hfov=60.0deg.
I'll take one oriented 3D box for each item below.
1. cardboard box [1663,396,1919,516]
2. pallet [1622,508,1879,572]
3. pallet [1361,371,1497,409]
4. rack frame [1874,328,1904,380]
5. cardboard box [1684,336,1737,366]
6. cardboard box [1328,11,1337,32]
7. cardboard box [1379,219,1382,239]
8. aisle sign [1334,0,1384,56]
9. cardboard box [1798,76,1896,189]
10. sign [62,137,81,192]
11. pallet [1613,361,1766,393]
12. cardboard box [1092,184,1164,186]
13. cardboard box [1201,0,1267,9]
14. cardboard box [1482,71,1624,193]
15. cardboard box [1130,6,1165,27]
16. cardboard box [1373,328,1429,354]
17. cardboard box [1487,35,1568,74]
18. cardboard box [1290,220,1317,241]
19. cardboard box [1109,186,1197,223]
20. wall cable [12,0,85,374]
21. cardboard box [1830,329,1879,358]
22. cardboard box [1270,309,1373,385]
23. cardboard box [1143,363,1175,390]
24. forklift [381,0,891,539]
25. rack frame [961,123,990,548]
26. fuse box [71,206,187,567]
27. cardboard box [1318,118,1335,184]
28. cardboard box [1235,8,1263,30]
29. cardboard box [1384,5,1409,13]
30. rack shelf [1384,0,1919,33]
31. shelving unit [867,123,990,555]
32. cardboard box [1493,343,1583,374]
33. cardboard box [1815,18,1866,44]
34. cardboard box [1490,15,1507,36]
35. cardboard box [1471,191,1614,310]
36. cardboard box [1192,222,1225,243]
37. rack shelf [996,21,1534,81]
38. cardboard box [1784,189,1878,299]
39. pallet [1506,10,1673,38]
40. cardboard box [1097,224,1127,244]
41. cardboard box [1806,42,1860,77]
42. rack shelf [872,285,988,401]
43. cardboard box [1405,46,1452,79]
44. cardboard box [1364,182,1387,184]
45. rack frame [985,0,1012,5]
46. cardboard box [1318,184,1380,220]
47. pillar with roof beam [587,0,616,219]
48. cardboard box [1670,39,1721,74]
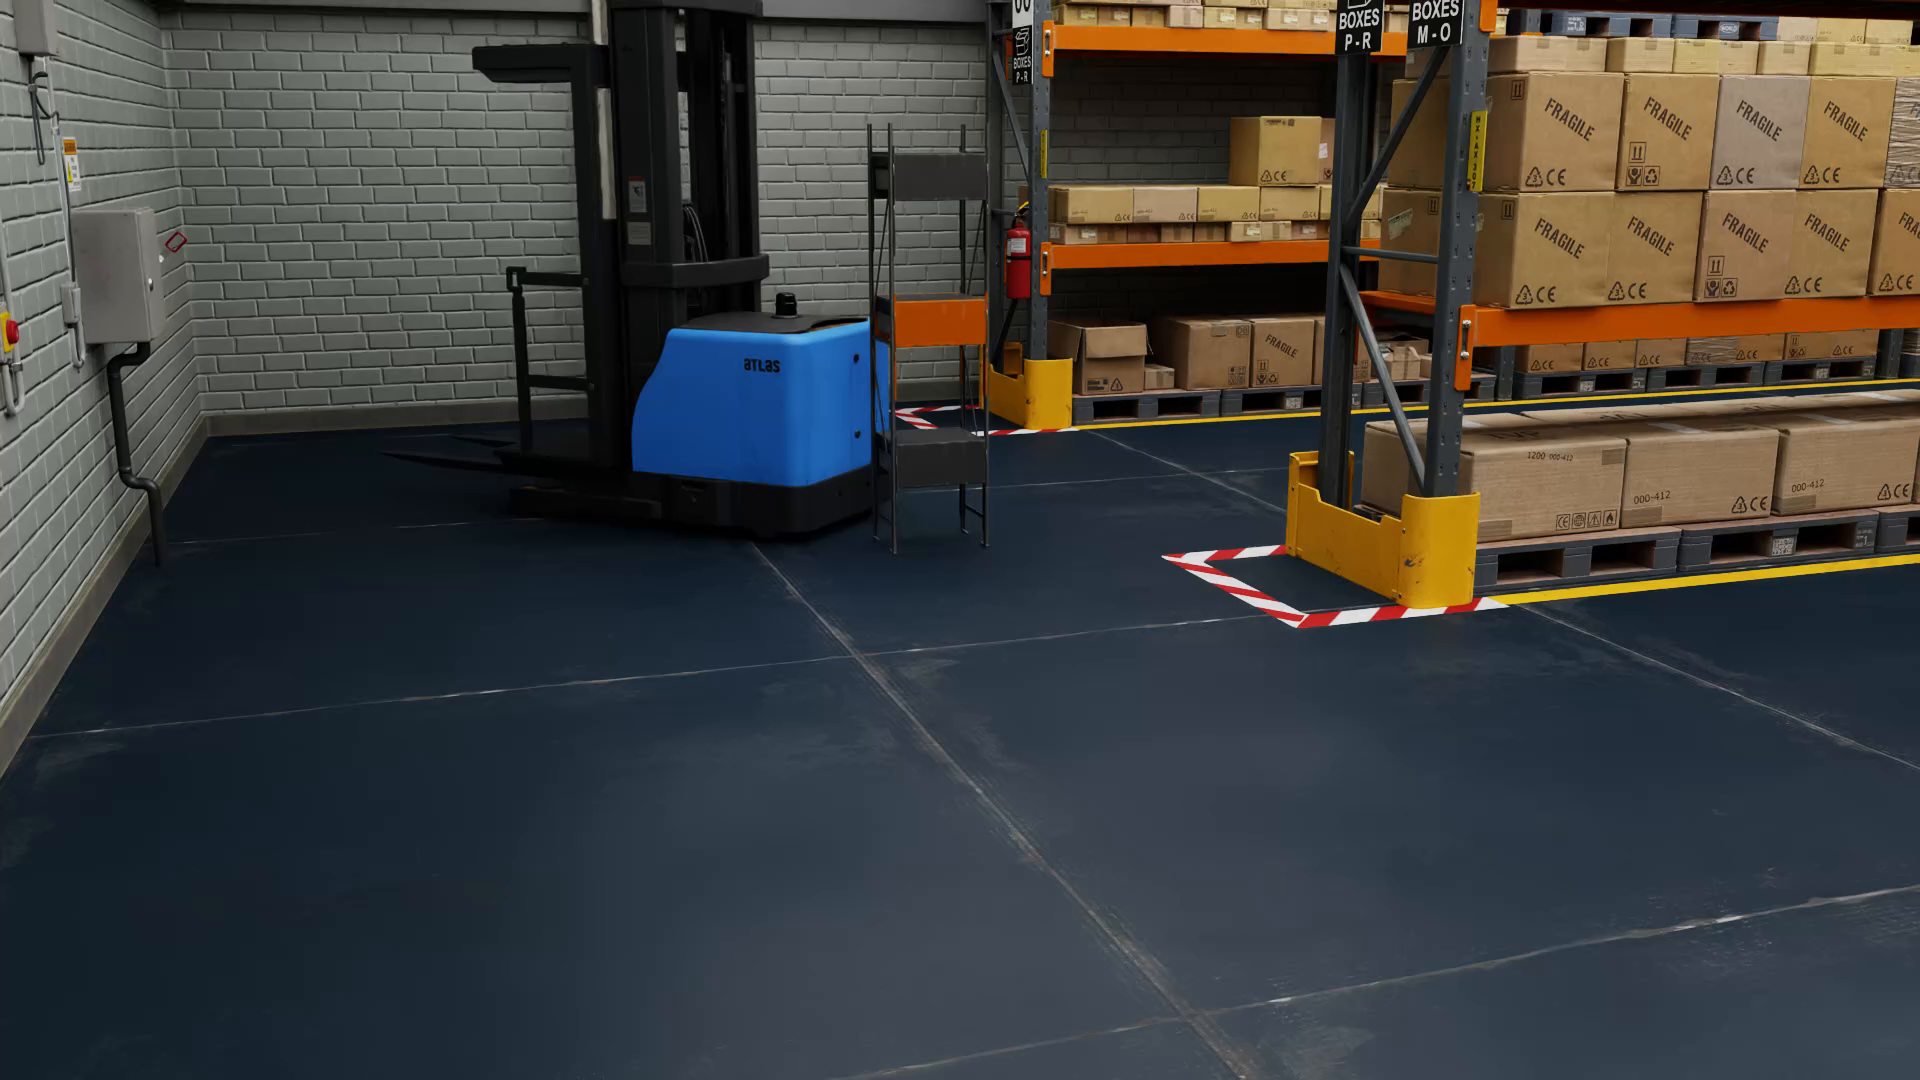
[{"bbox_3d":[4.307,-0.455,8.704,0.875,0.438,0.875,-5,14,-20],"label":"cardboard box"},{"bbox_3d":[3.881,-0.100,8.607,1.213,0.211,1.003,-4,14,-18],"label":"pallet"},{"bbox_3d":[3.547,-1.268,13.517,1.213,0.211,1.003,-4,14,-18],"label":"pallet"},{"bbox_3d":[7.989,-2.970,14.647,0.127,3.000,1.000,-4,14,-18],"label":"rack frame"},{"bbox_3d":[6.198,-1.764,14.070,0.500,0.500,0.500,-5,14,-20],"label":"cardboard box"},{"bbox_3d":[2.728,-3.835,12.344,0.250,0.149,0.380,-4,14,-17],"label":"cardboard box"},{"bbox_3d":[3.241,-2.412,12.843,0.250,0.149,0.380,-4,14,-17],"label":"cardboard box"},{"bbox_3d":[1.827,-2.619,7.552,0.004,0.787,0.394,-4,14,-18],"label":"aisle sign"},{"bbox_3d":[3.985,-1.916,7.838,0.500,0.500,0.500,-4,14,-18],"label":"cardboard box"},{"bbox_3d":[-4.053,-1.716,7.590,0.001,0.242,0.339,-4,14,-18],"label":"sign"},{"bbox_3d":[6.115,-1.477,14.398,1.213,0.211,1.003,-4,14,-18],"label":"pallet"},{"bbox_3d":[1.248,-2.581,12.694,0.500,0.250,0.500,-4,14,-18],"label":"cardboard box"},{"bbox_3d":[1.879,-3.961,12.010,0.500,0.250,0.500,-5,14,-20],"label":"cardboard box"},{"bbox_3d":[2.540,-1.799,7.348,0.500,0.500,0.500,-5,14,-19],"label":"cardboard box"},{"bbox_3d":[1.272,-3.730,11.901,0.250,0.149,0.380,-4,14,-18],"label":"cardboard box"},{"bbox_3d":[3.497,-1.574,13.682,0.500,0.311,0.500,-4,14,-16],"label":"cardboard box"},{"bbox_3d":[2.419,-2.107,7.242,0.250,0.149,0.380,-4,14,-17],"label":"cardboard box"},{"bbox_3d":[2.508,-2.364,12.641,0.250,0.149,0.380,-4,14,-18],"label":"cardboard box"},{"bbox_3d":[1.401,-2.463,12.197,0.500,0.250,0.500,-4,14,-17],"label":"cardboard box"},{"bbox_3d":[-3.806,-1.674,7.005,0.122,1.984,0.588,-4,14,-18],"label":"wall cable"},{"bbox_3d":[7.657,-1.880,14.559,0.500,0.500,0.500,-4,14,-16],"label":"cardboard box"},{"bbox_3d":[2.824,-1.523,13.060,0.500,0.500,0.700,-5,14,-20],"label":"cardboard box"},{"bbox_3d":[1.432,-1.244,12.645,0.250,0.149,0.380,-5,14,-20],"label":"cardboard box"},{"bbox_3d":[-1.929,-1.644,9.222,3.031,2.935,1.130,6,15,25],"label":"forklift"},{"bbox_3d":[0.074,-1.027,8.424,0.015,2.100,0.400,-4,14,-18],"label":"rack frame"},{"bbox_3d":[-3.875,-0.715,7.950,0.414,1.711,0.539,-4,14,-18],"label":"fuse box"},{"bbox_3d":[2.702,-3.060,13.086,0.500,0.500,0.500,-5,14,-20],"label":"cardboard box"},{"bbox_3d":[2.002,-3.778,12.105,0.250,0.149,0.380,-5,14,-19],"label":"cardboard box"},{"bbox_3d":[3.332,-4.075,12.490,0.500,0.250,0.500,-5,14,-20],"label":"cardboard box"},{"bbox_3d":[3.889,-2.548,7.946,4.000,0.370,1.077,-4,14,-18],"label":"rack shelf"},{"bbox_3d":[-0.157,-1.009,8.348,0.503,2.100,0.431,-4,14,-18],"label":"shelving unit"},{"bbox_3d":[4.729,-1.649,13.589,0.500,0.500,0.500,-4,14,-16],"label":"cardboard box"},{"bbox_3d":[7.104,-4.228,13.778,0.500,0.250,0.500,-4,14,-18],"label":"cardboard box"},{"bbox_3d":[3.952,-3.921,12.704,0.250,0.149,0.380,-5,14,-18],"label":"cardboard box"},{"bbox_3d":[2.540,-1.312,7.462,0.500,0.500,0.500,-5,14,-19],"label":"cardboard box"},{"bbox_3d":[1.780,-2.304,12.388,0.250,0.149,0.380,-4,14,-17],"label":"cardboard box"},{"bbox_3d":[2.303,-3.637,12.522,4.000,0.370,1.077,-4,14,-18],"label":"rack shelf"},{"bbox_3d":[3.968,-1.430,7.957,0.500,0.500,0.500,-4,14,-16],"label":"cardboard box"},{"bbox_3d":[4.839,-4.075,13.218,1.003,0.211,1.213,-4,14,-18],"label":"pallet"},{"bbox_3d":[1.033,-2.250,12.165,0.250,0.149,0.380,-4,14,-17],"label":"cardboard box"},{"bbox_3d":[3.902,-2.213,7.684,0.250,0.149,0.380,-5,14,-19],"label":"cardboard box"},{"bbox_3d":[-0.157,-0.996,8.352,0.480,0.518,0.431,-4,14,-18],"label":"rack shelf"},{"bbox_3d":[2.270,-2.212,7.683,0.250,0.149,0.380,-4,14,-17],"label":"cardboard box"},{"bbox_3d":[3.170,-2.731,13.322,0.500,0.250,0.500,-5,14,-19],"label":"cardboard box"},{"bbox_3d":[0.407,-5.298,11.471,0.127,3.000,1.000,-4,14,-18],"label":"rack frame"},{"bbox_3d":[2.846,-2.581,12.694,0.500,0.250,0.500,-5,14,-18],"label":"cardboard box"},{"bbox_3d":[-1.063,-4.353,7.496,0.400,9.000,9.100,-4,14,-18],"label":"pillar with roof beam"},{"bbox_3d":[3.171,-2.160,7.462,0.250,0.149,0.380,-5,14,-20],"label":"cardboard box"}]
